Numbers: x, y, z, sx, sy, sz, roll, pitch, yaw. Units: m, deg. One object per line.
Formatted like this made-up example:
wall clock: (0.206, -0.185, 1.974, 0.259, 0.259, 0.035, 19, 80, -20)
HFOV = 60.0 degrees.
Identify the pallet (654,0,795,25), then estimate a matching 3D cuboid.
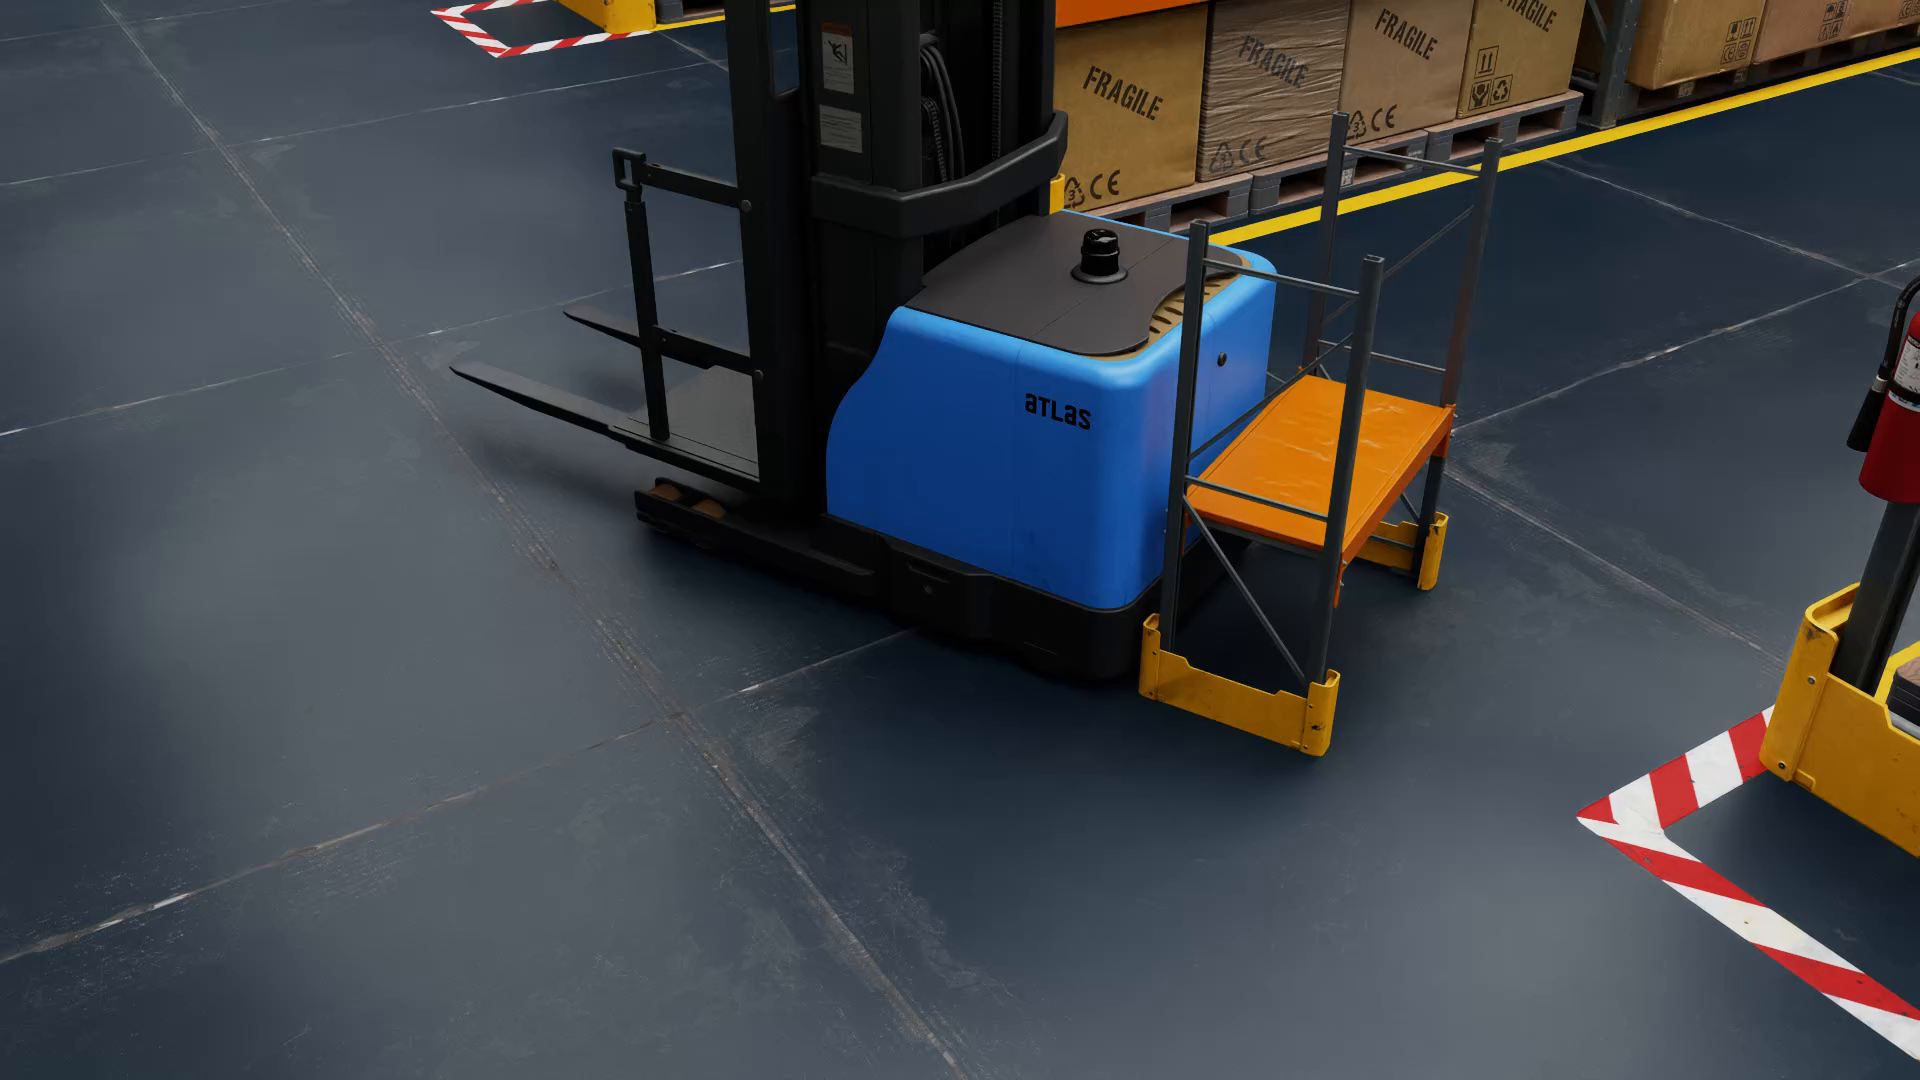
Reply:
pallet: (-1.788, -3.981, 11.864, 1.213, 0.211, 1.003, -19, 37, -27)

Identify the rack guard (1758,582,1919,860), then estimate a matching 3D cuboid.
rack guard: (2.719, 0.625, 4.291, 0.348, 0.500, 1.175, -19, 37, -27)

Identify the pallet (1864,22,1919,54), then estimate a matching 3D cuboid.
pallet: (6.069, -3.605, 11.268, 1.213, 0.211, 1.003, -19, 37, -27)

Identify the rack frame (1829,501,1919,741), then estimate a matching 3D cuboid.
rack frame: (2.732, -0.445, 3.644, 0.127, 3.000, 1.000, -19, 37, -27)

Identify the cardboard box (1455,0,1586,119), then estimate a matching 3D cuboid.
cardboard box: (2.813, -2.947, 9.208, 0.875, 0.875, 0.875, -19, 37, -27)

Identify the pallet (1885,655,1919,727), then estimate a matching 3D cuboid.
pallet: (3.446, 0.513, 4.739, 1.213, 0.211, 1.003, -19, 37, -27)

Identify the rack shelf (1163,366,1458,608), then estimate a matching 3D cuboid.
rack shelf: (1.067, -0.189, 4.980, 0.538, 0.185, 1.000, 18, 36, 26)

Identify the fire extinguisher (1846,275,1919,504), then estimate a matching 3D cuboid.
fire extinguisher: (2.359, -0.415, 4.019, 0.183, 0.674, 0.296, -19, 37, -27)

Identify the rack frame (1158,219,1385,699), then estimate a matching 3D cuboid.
rack frame: (0.804, -0.109, 4.516, 0.500, 1.500, 0.032, 18, 36, 26)

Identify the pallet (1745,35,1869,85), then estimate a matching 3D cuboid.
pallet: (5.045, -3.255, 10.712, 1.213, 0.211, 1.003, -19, 37, -27)

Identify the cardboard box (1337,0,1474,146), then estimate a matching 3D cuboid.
cardboard box: (2.056, -2.687, 8.795, 0.875, 0.875, 0.875, -19, 37, -27)

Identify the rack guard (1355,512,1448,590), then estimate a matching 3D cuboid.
rack guard: (1.320, -0.035, 5.571, 0.587, 0.250, 0.087, 18, 36, 26)

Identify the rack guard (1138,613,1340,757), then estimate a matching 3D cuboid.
rack guard: (0.804, 0.419, 4.851, 0.587, 0.250, 0.087, 18, 36, 26)

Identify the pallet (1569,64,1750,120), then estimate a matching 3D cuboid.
pallet: (4.018, -2.900, 10.150, 1.213, 0.211, 1.003, -19, 37, -27)

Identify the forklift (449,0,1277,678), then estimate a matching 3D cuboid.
forklift: (-0.519, -1.423, 5.258, 3.031, 2.935, 1.130, 19, 37, 28)

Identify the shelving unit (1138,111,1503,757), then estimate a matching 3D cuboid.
shelving unit: (1.063, -0.337, 4.877, 0.587, 1.500, 1.083, 18, 36, 26)

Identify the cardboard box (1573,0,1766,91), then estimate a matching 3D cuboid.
cardboard box: (3.938, -3.296, 9.761, 0.875, 0.875, 1.225, -19, 37, -27)

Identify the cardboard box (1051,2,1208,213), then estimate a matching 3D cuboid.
cardboard box: (0.543, -2.166, 7.970, 0.875, 0.875, 0.875, -19, 37, -27)

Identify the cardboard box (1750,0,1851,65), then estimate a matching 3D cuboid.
cardboard box: (4.688, -3.554, 10.171, 0.875, 0.875, 1.225, -20, 38, -29)

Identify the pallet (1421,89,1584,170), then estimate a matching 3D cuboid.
pallet: (2.729, -2.459, 9.450, 1.213, 0.211, 1.003, -19, 37, -27)

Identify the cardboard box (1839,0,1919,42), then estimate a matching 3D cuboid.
cardboard box: (5.428, -3.814, 10.582, 0.875, 0.875, 1.225, -19, 37, -27)

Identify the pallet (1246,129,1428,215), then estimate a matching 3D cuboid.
pallet: (1.703, -2.104, 8.887, 1.213, 0.211, 1.003, -19, 37, -27)

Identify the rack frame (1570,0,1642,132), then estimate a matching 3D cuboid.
rack frame: (3.411, -3.823, 8.998, 0.127, 3.000, 1.000, -19, 37, -27)

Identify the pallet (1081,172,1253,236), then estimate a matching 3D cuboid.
pallet: (0.678, -1.753, 8.331, 1.213, 0.211, 1.003, -19, 37, -27)

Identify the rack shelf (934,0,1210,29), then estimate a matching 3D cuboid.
rack shelf: (1.730, -2.940, 8.274, 4.000, 0.370, 1.077, -19, 37, -27)

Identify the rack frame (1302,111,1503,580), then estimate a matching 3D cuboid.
rack frame: (1.331, -0.573, 5.252, 0.500, 1.500, 0.032, 18, 36, 26)

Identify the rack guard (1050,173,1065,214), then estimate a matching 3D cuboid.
rack guard: (0.028, -1.602, 7.821, 0.348, 0.500, 1.175, -19, 37, -27)

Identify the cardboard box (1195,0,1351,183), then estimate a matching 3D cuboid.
cardboard box: (1.308, -2.429, 8.387, 0.875, 0.875, 0.875, -19, 37, -27)

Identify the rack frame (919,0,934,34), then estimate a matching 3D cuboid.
rack frame: (0.049, -2.666, 7.165, 0.127, 3.000, 1.000, -19, 37, -27)

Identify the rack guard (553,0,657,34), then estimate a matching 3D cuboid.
rack guard: (-2.490, -3.885, 11.439, 0.348, 0.500, 1.175, -19, 37, -27)
